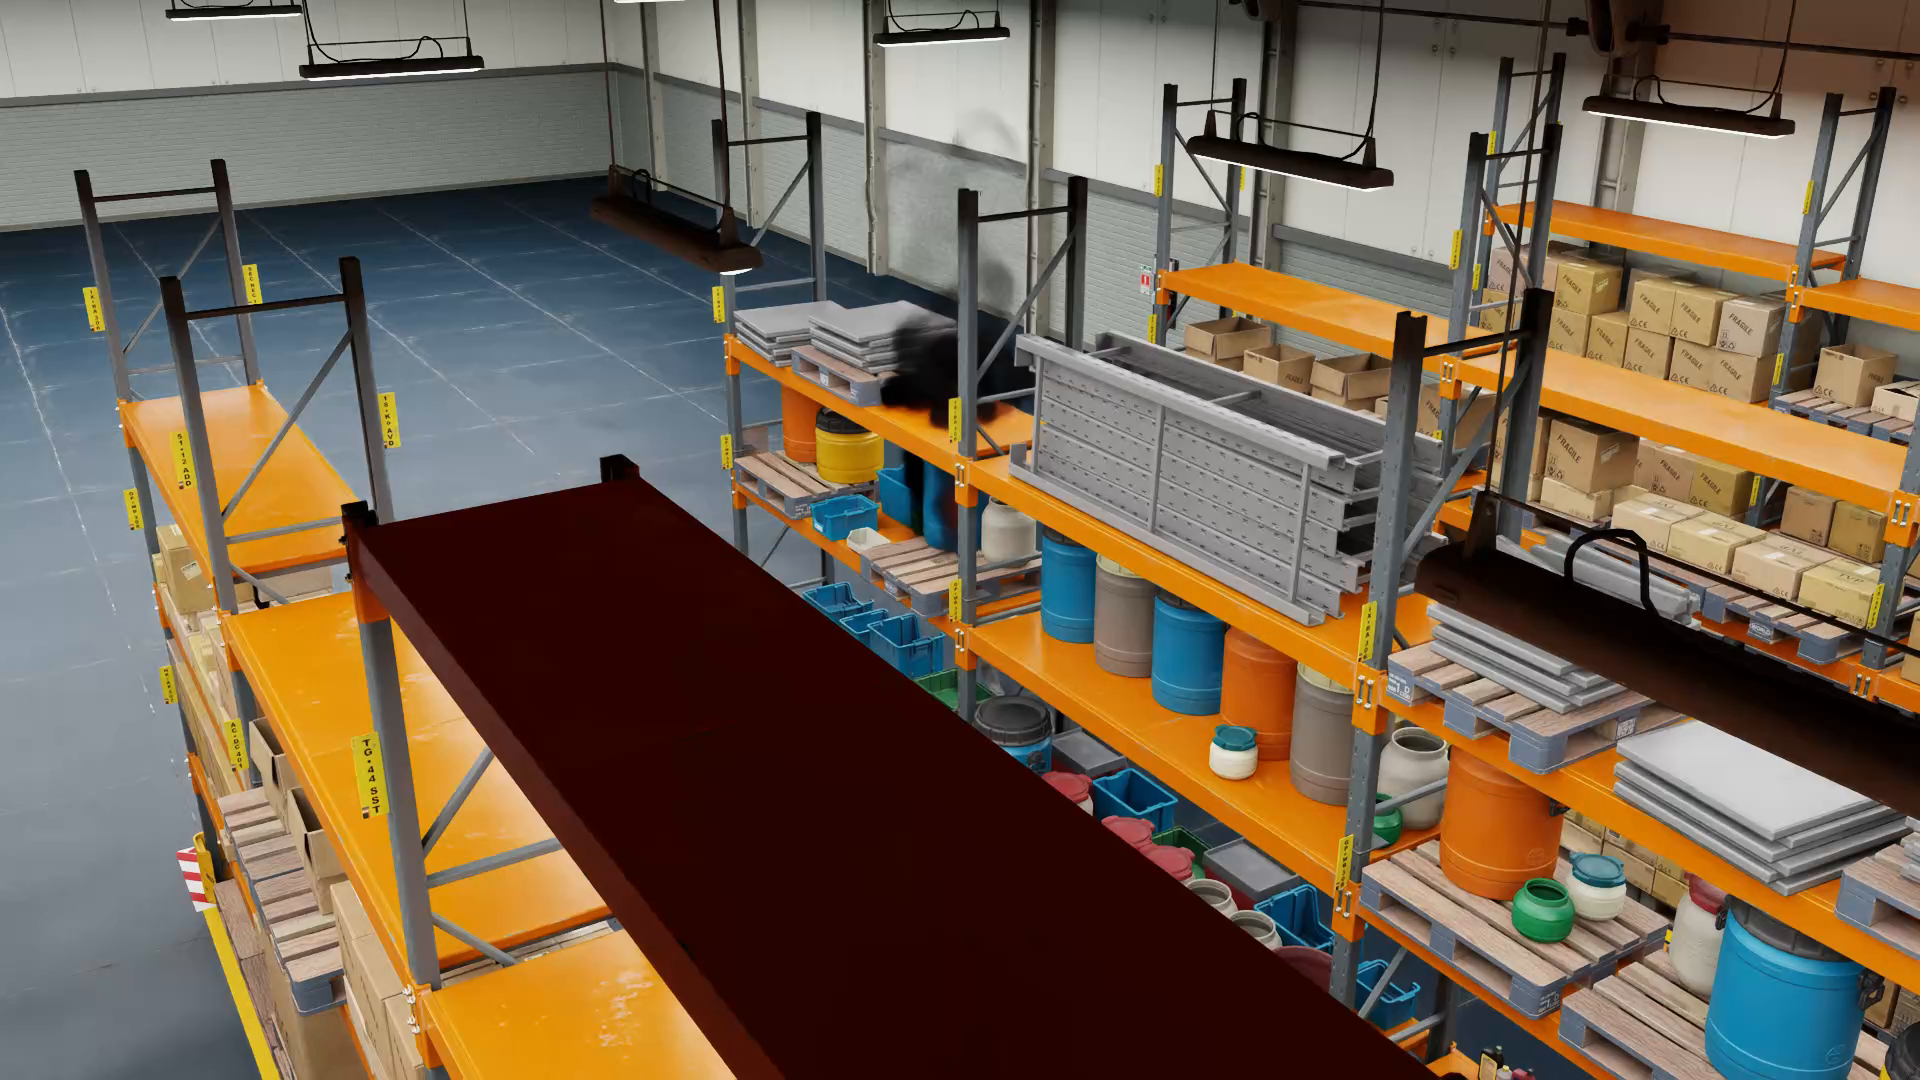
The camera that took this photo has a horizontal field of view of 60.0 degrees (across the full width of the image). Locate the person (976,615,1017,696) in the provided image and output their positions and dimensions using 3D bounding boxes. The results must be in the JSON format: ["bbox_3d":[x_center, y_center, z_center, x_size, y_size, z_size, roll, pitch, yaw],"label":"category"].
[{"bbox_3d":[0.293,1.159,16.429,0.522,1.622,0.719,-14,26,-31],"label":"person"}]
